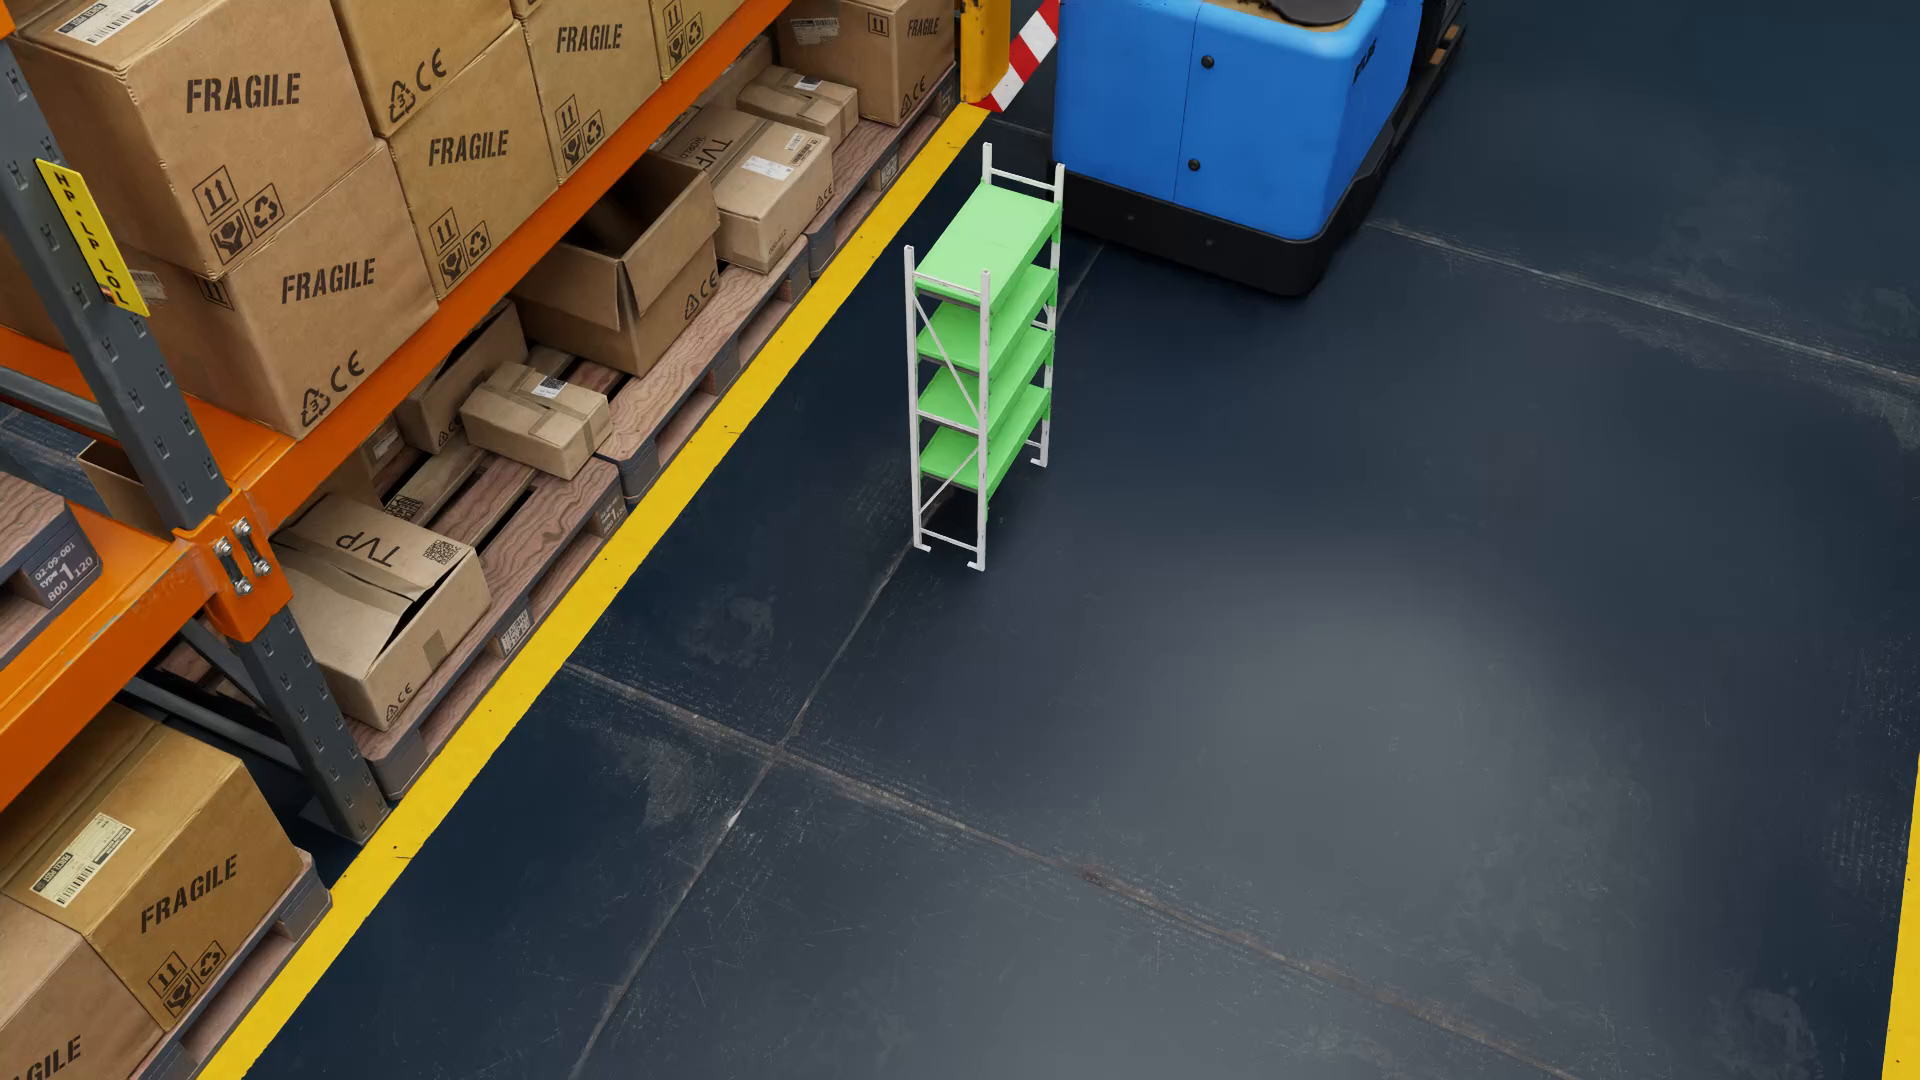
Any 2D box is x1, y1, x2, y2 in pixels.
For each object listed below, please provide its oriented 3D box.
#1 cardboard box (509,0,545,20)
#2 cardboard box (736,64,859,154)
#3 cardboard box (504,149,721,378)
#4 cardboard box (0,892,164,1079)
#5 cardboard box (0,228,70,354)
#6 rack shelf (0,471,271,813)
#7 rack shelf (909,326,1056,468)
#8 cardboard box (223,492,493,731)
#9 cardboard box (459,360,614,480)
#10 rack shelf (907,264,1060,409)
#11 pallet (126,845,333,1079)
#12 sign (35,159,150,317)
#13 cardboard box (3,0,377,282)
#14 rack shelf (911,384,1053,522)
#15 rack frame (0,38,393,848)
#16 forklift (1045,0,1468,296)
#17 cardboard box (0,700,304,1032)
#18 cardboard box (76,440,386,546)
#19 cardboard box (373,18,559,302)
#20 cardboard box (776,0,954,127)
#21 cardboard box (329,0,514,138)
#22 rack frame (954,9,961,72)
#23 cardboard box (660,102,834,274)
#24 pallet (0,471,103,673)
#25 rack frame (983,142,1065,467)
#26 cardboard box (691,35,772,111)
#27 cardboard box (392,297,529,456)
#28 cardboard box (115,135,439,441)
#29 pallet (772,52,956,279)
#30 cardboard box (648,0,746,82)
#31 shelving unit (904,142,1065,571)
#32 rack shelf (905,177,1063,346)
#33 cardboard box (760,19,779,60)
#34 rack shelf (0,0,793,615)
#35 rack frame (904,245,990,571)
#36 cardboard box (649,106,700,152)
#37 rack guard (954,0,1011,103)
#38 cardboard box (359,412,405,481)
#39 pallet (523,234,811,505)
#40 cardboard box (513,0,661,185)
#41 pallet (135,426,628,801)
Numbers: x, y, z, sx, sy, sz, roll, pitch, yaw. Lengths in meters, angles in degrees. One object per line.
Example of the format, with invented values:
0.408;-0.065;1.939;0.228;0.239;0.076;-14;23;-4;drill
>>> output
-1.156;-1.637;3.951;0.500;0.500;0.500;18;52;15;cardboard box
-0.607;-1.613;6.224;0.380;0.166;0.250;20;52;16;cardboard box
-1.254;-0.967;5.454;0.797;0.503;0.637;20;52;16;cardboard box
-2.222;1.100;3.697;0.500;0.500;0.500;20;52;16;cardboard box
-2.070;-0.798;3.894;0.500;0.500;0.500;21;53;17;cardboard box
-2.906;1.272;2.670;1.077;0.370;4.000;20;52;16;rack shelf
0.071;-0.461;4.939;0.258;0.148;0.480;20;52;16;rack shelf
-1.677;0.172;4.611;0.500;0.311;0.500;20;52;16;cardboard box
-1.316;-0.380;5.175;0.380;0.166;0.250;20;52;16;cardboard box
0.071;-0.617;4.756;0.258;0.148;0.480;20;52;16;rack shelf
-2.365;1.138;4.143;1.003;0.211;1.213;20;52;16;pallet
-1.548;-0.535;2.976;0.100;0.325;0.005;20;52;16;sign
-1.596;-0.928;3.348;0.500;0.500;0.500;21;53;17;cardboard box
0.071;-0.306;5.121;0.258;0.148;0.480;20;52;16;rack shelf
-2.052;-0.338;3.568;1.000;3.000;0.127;20;52;16;rack frame
1.445;-2.946;5.833;1.130;2.935;3.031;22;53;17;forklift
-2.003;0.762;3.984;0.500;0.500;0.500;20;52;16;cardboard box
-2.065;-0.155;4.765;0.500;0.500;0.500;20;52;16;cardboard box
-1.372;-0.987;4.054;0.500;0.500;0.500;21;53;17;cardboard box
-0.352;-1.971;6.310;0.500;0.500;0.500;20;52;16;cardboard box
-1.376;-1.283;3.650;0.500;0.500;0.500;18;52;15;cardboard box
-0.343;-3.093;5.912;1.000;3.000;0.127;20;52;16;rack frame
-0.785;-1.245;5.857;0.500;0.250;0.500;20;52;16;cardboard box
-2.492;0.239;3.203;1.003;0.211;1.213;20;52;16;pallet
0.175;-0.671;5.033;0.240;1.200;0.015;20;52;16;rack frame
-1.045;-1.718;6.259;0.500;0.250;0.500;20;52;16;cardboard box
-1.744;-0.611;5.277;0.500;0.311;0.500;20;52;16;cardboard box
-1.588;-0.633;3.753;0.500;0.500;0.500;21;53;17;cardboard box
-0.715;-1.587;6.462;1.003;0.211;1.213;20;52;16;pallet
-0.940;-1.681;4.645;0.500;0.500;0.500;19;52;16;cardboard box
0.071;-0.503;4.890;0.258;1.200;0.503;20;52;16;shelving unit
0.071;-0.772;4.573;0.258;0.148;0.480;20;52;16;rack shelf
-0.939;-1.968;6.527;0.380;0.166;0.250;20;52;16;cardboard box
-1.197;-1.482;5.014;1.077;0.370;4.000;20;52;16;rack shelf
-0.034;-0.335;4.747;0.240;1.200;0.015;20;52;16;rack frame
-1.259;-1.373;5.966;0.500;0.250;0.500;20;52;16;cardboard box
-0.375;-2.230;6.820;1.175;0.500;0.348;20;52;16;rack guard
-1.959;-0.319;5.135;0.380;0.149;0.250;20;52;16;cardboard box
-1.238;-0.750;5.750;1.003;0.211;1.213;20;52;16;pallet
-1.156;-1.330;4.347;0.500;0.500;0.500;20;52;16;cardboard box
-1.757;0.093;5.033;1.003;0.211;1.213;20;52;16;pallet
